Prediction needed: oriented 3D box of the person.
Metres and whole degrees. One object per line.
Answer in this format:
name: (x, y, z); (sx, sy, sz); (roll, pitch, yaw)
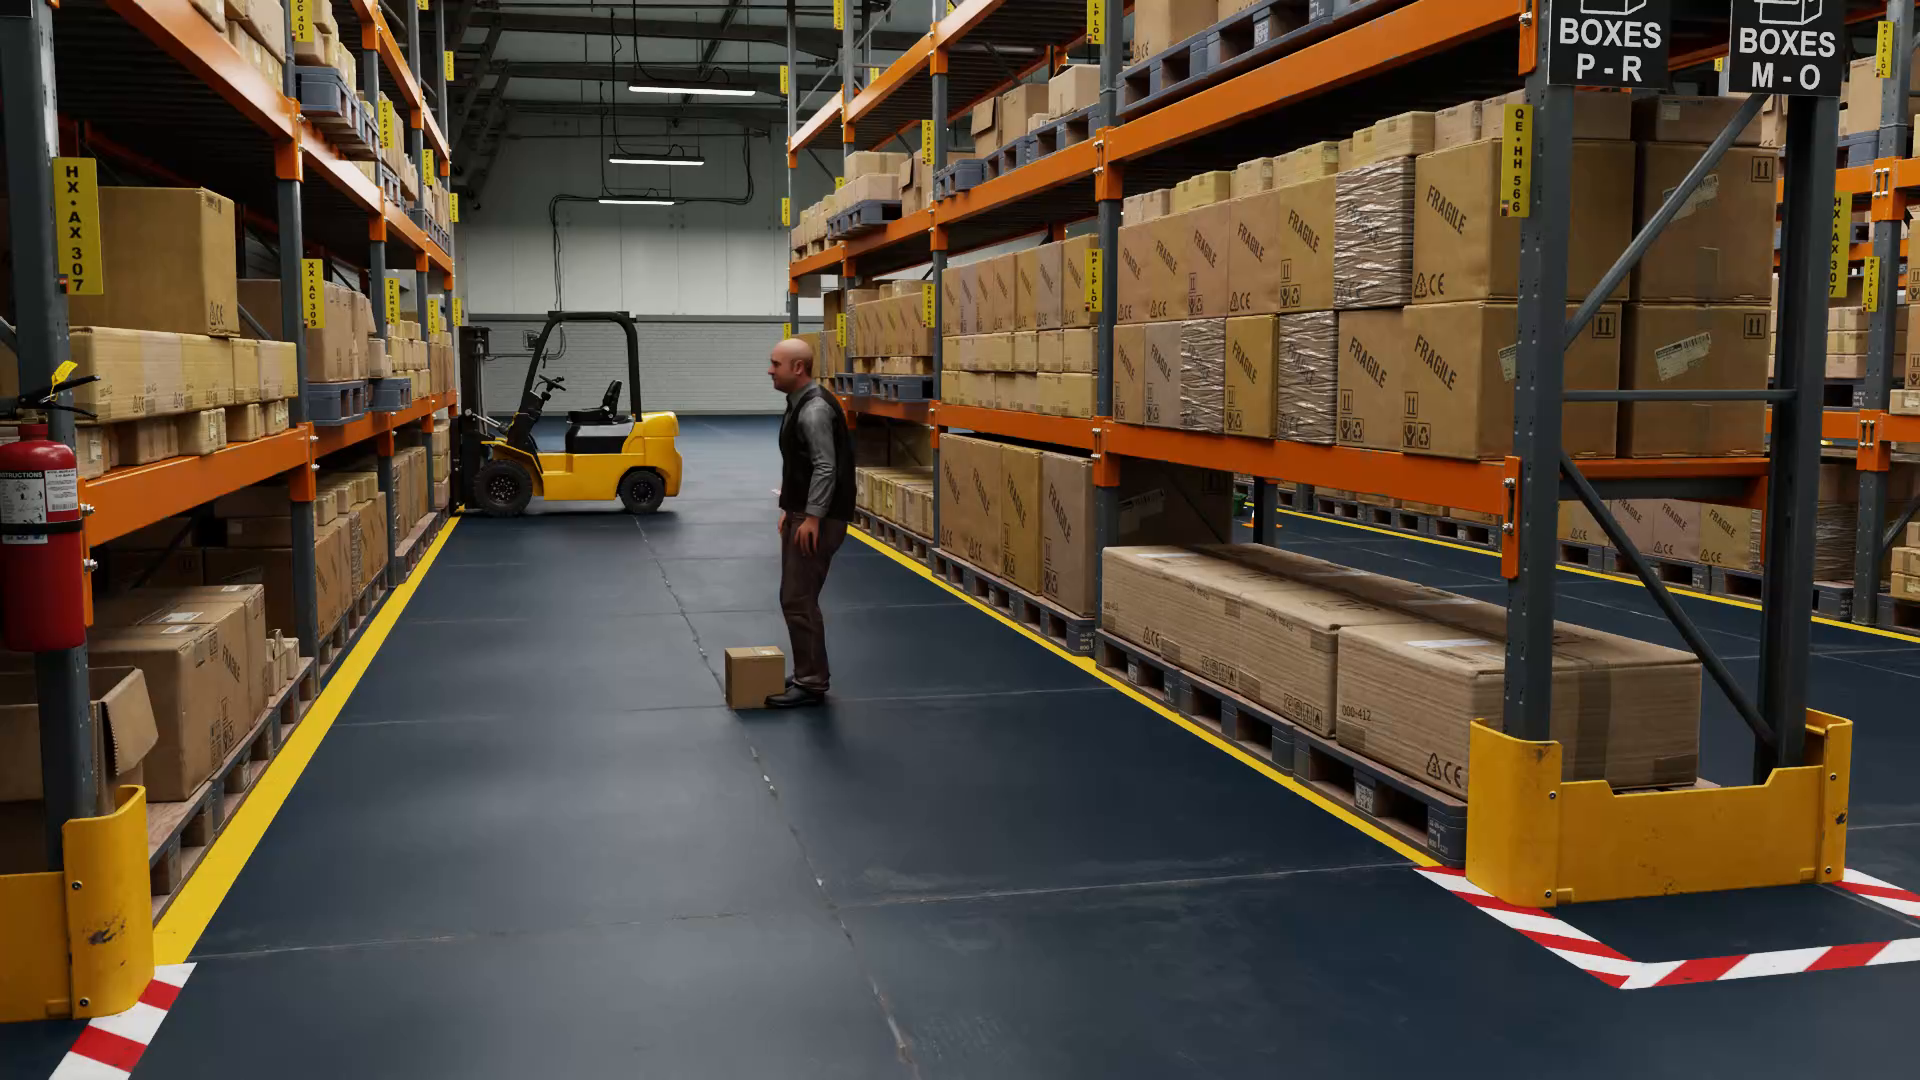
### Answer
person: (-0.726, -0.087, 7.871); (0.462, 1.721, 0.588); (-2, 6, -15)
